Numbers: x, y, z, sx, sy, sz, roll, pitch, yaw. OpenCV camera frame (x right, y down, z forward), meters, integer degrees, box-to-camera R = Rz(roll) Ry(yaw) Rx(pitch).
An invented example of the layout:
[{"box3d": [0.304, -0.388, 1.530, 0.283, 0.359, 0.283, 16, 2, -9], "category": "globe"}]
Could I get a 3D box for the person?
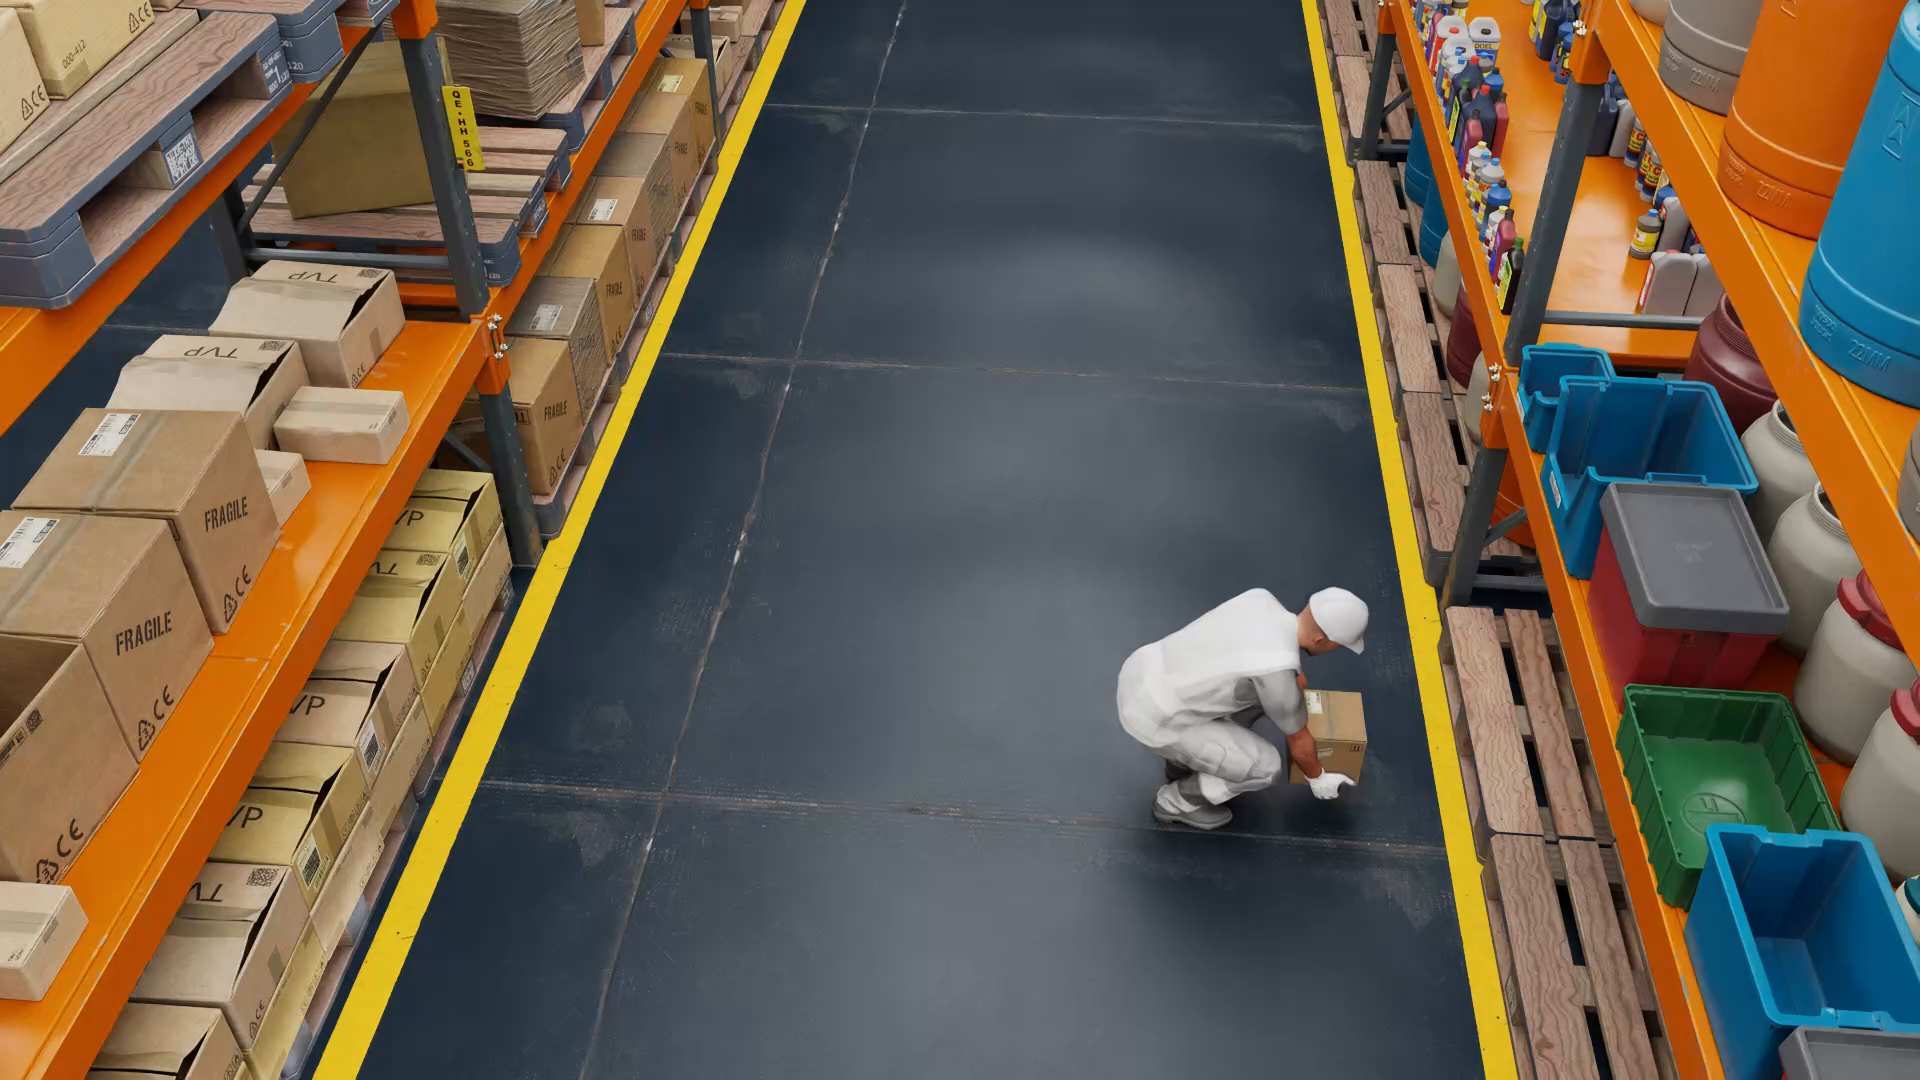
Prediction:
[{"box3d": [1.019, 0.582, 6.063, 0.896, 0.997, 0.542, 2, 40, 3], "category": "person"}]
